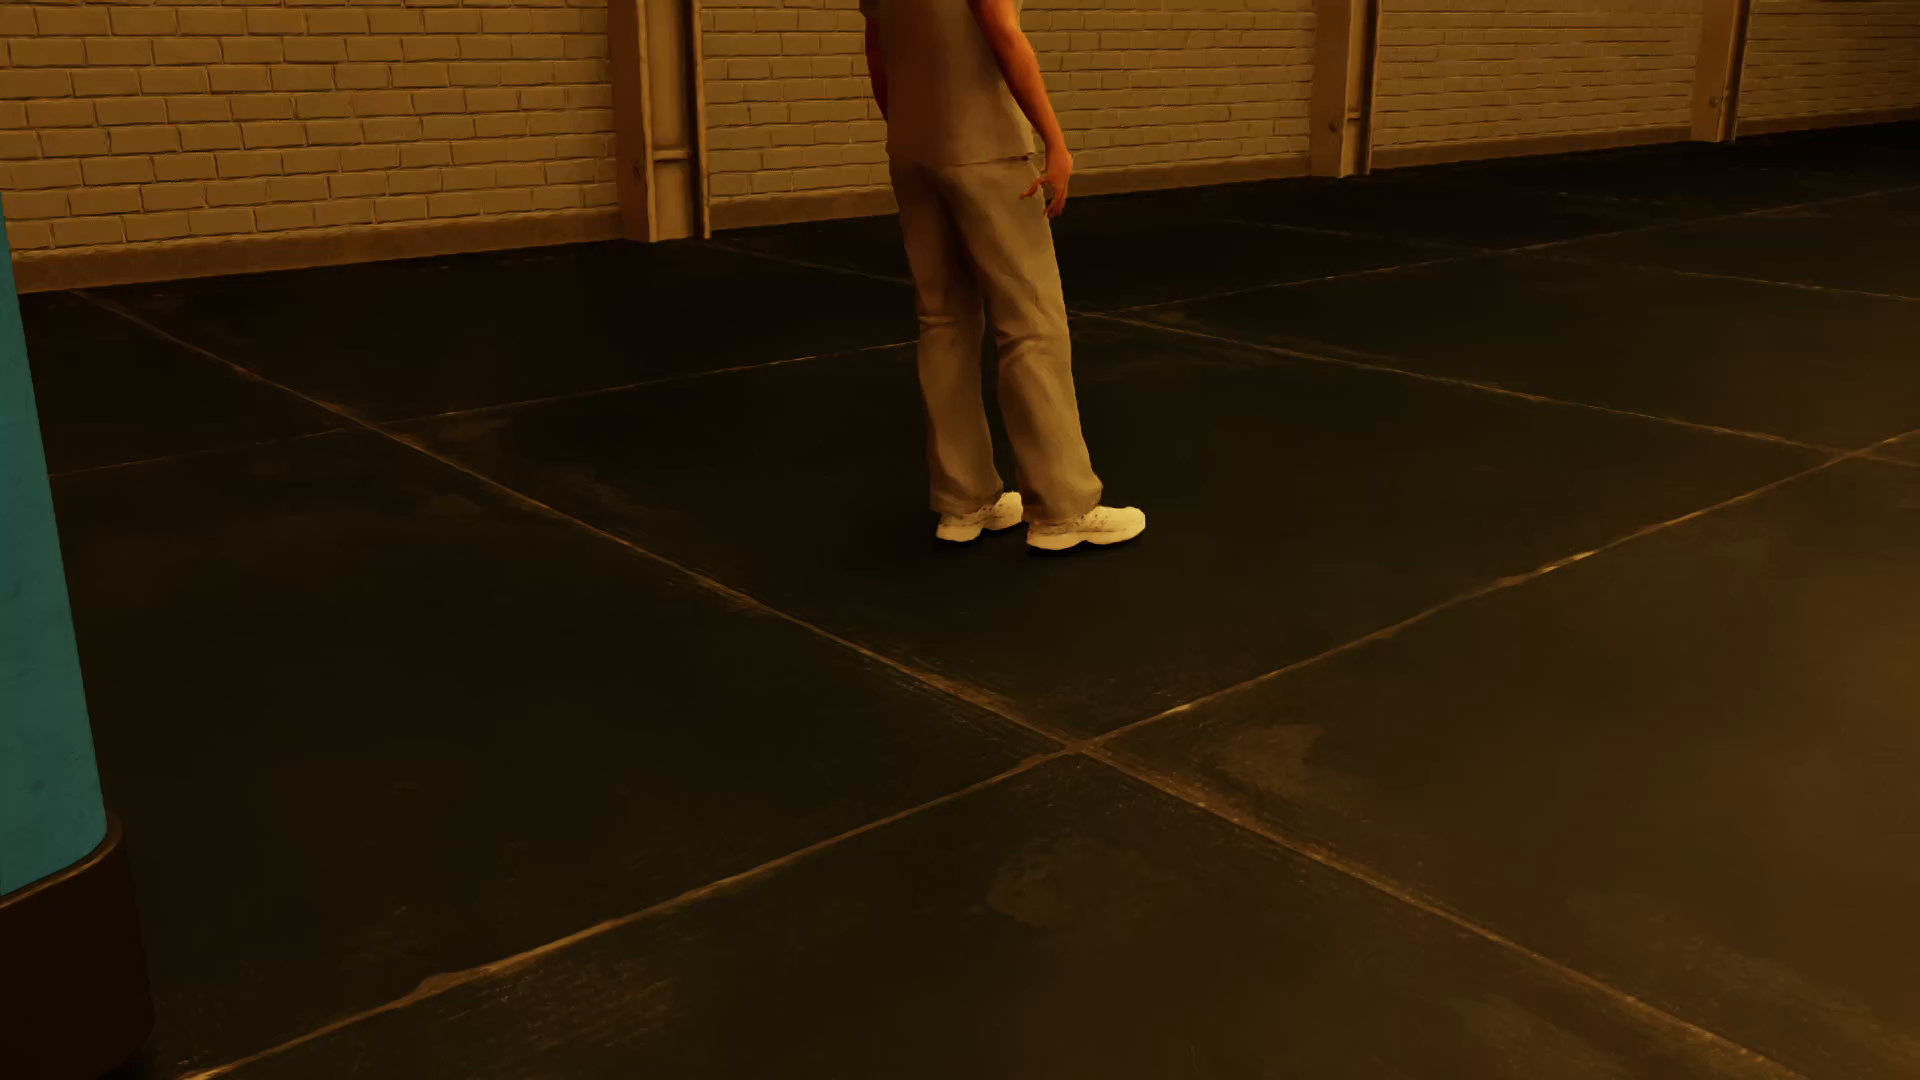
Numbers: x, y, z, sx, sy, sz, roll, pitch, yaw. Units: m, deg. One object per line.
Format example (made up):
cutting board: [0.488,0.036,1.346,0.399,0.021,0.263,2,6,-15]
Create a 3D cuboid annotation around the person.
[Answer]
person: [0.065,-0.818,3.632,0.548,1.674,0.550,-14,22,-38]
